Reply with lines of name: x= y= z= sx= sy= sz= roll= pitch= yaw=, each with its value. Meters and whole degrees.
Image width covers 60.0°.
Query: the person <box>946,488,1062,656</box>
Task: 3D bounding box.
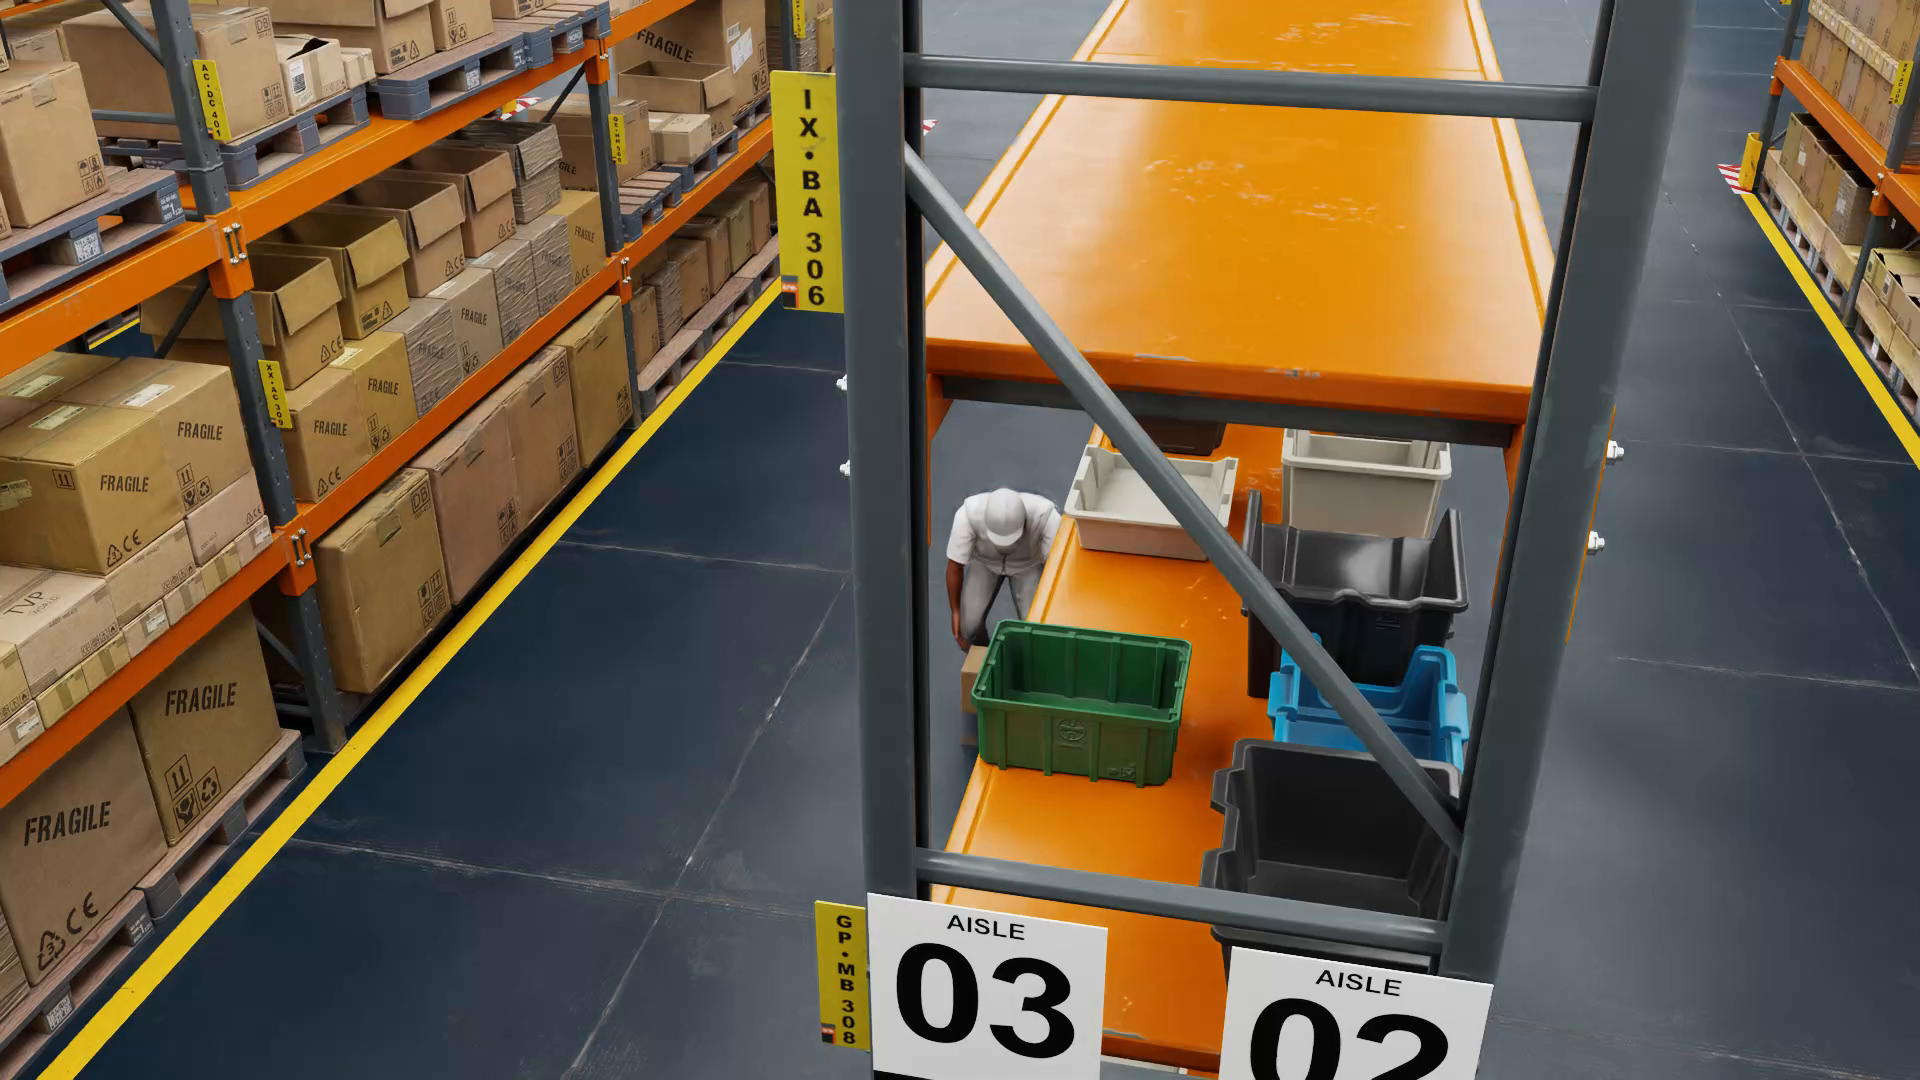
person: x=0.260 y=0.220 z=8.637 sx=0.631 sy=1.342 sz=0.790 roll=5 pitch=29 yaw=8
